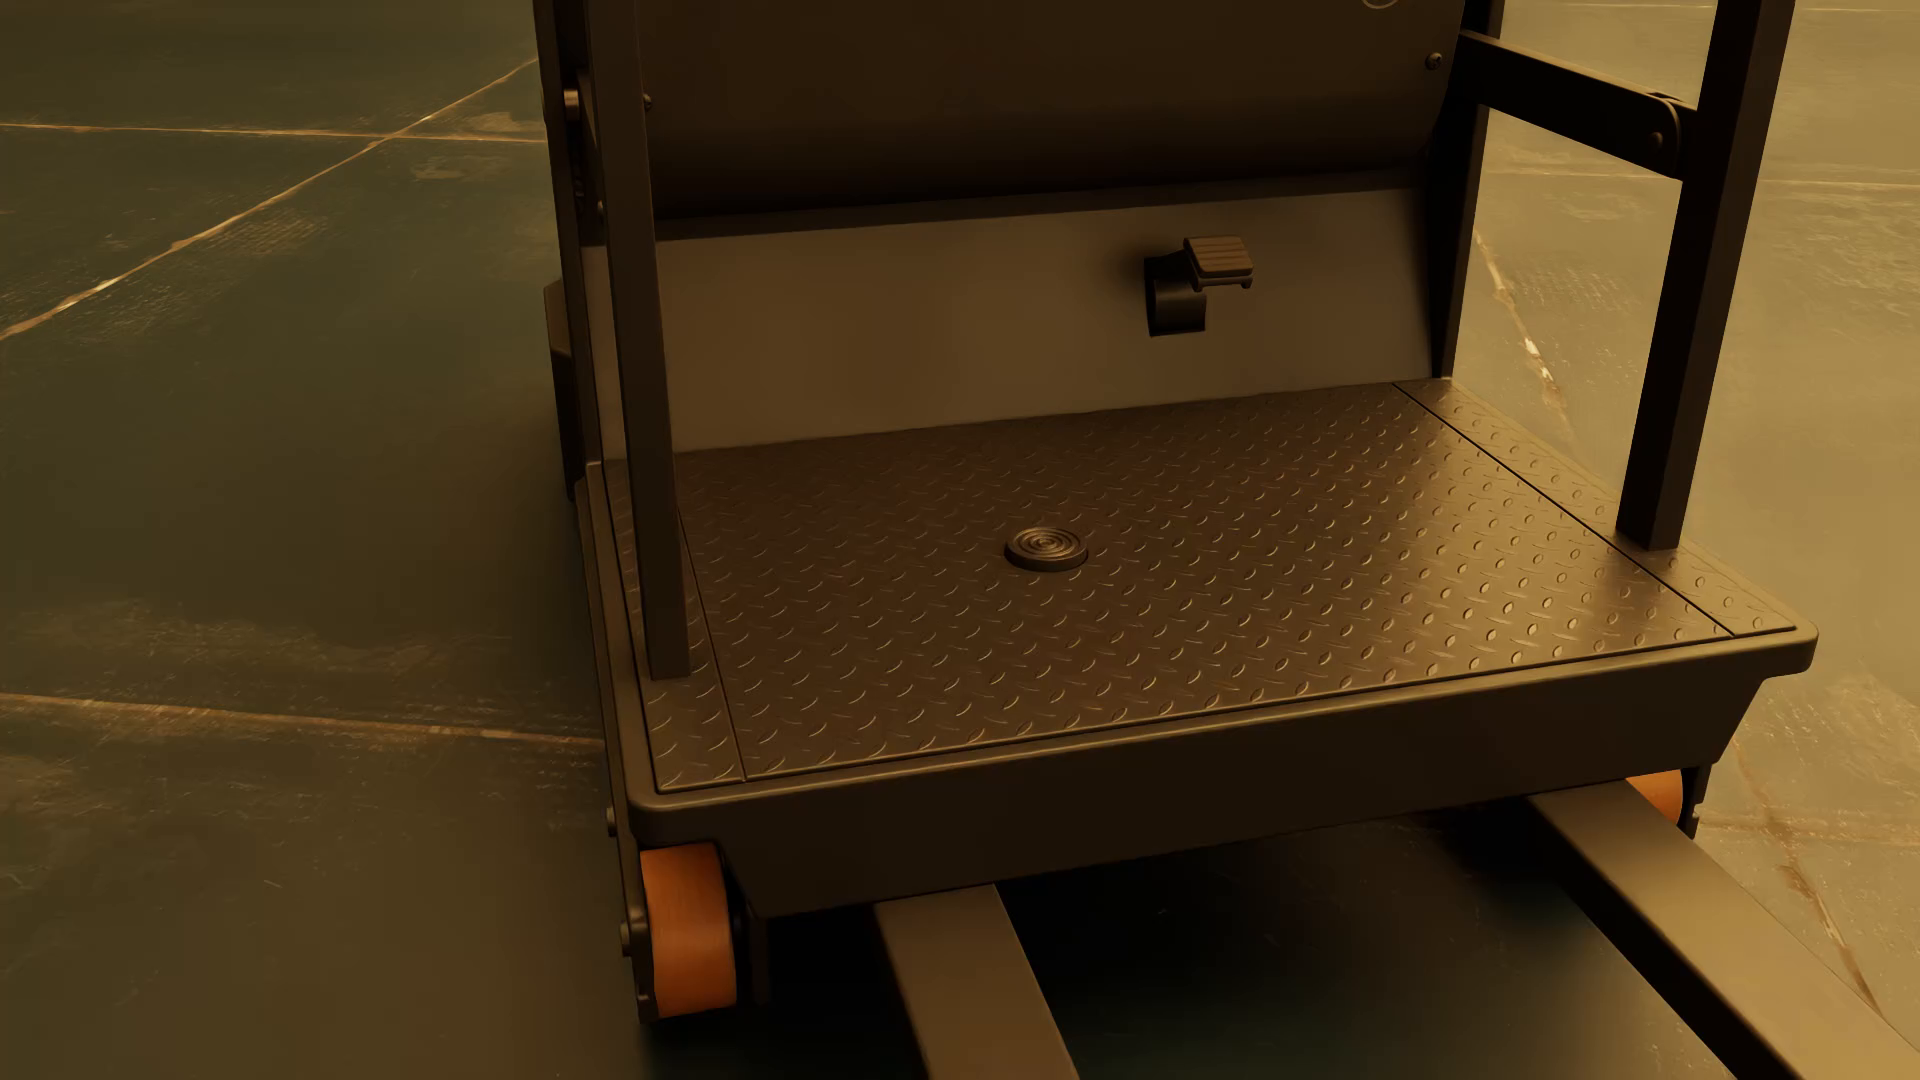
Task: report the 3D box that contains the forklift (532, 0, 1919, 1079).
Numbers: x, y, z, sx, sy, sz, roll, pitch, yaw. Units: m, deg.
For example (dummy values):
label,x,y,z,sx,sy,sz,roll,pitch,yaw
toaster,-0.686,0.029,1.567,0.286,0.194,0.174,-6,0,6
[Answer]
label,x,y,z,sx,sy,sz,roll,pitch,yaw
forklift,0.153,-1.049,1.319,1.130,2.935,3.031,-7,27,-13
